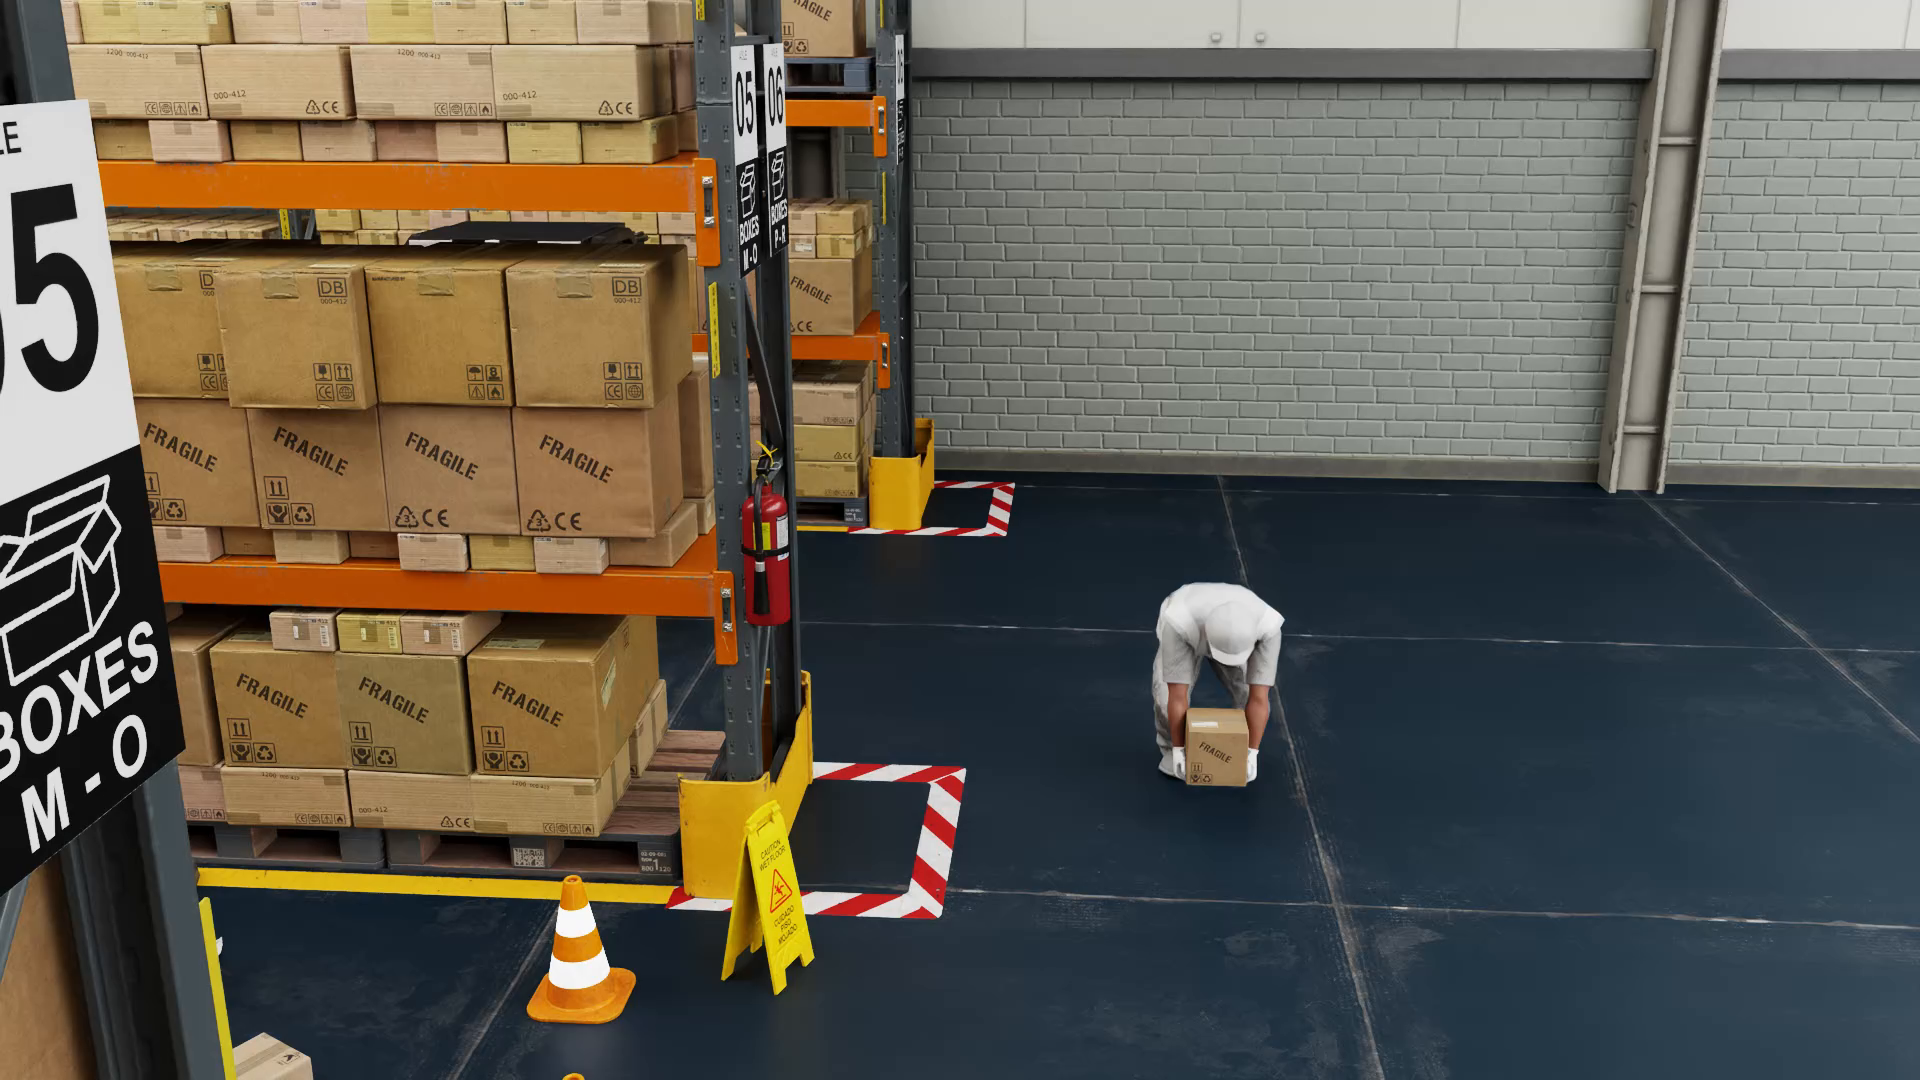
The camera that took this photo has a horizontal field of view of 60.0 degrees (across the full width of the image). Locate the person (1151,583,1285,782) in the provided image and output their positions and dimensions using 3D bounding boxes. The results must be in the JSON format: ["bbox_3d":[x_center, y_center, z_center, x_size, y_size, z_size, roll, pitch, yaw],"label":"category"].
[{"bbox_3d":[1.130,0.620,7.364,0.551,0.992,0.948,1,17,3],"label":"person"}]
